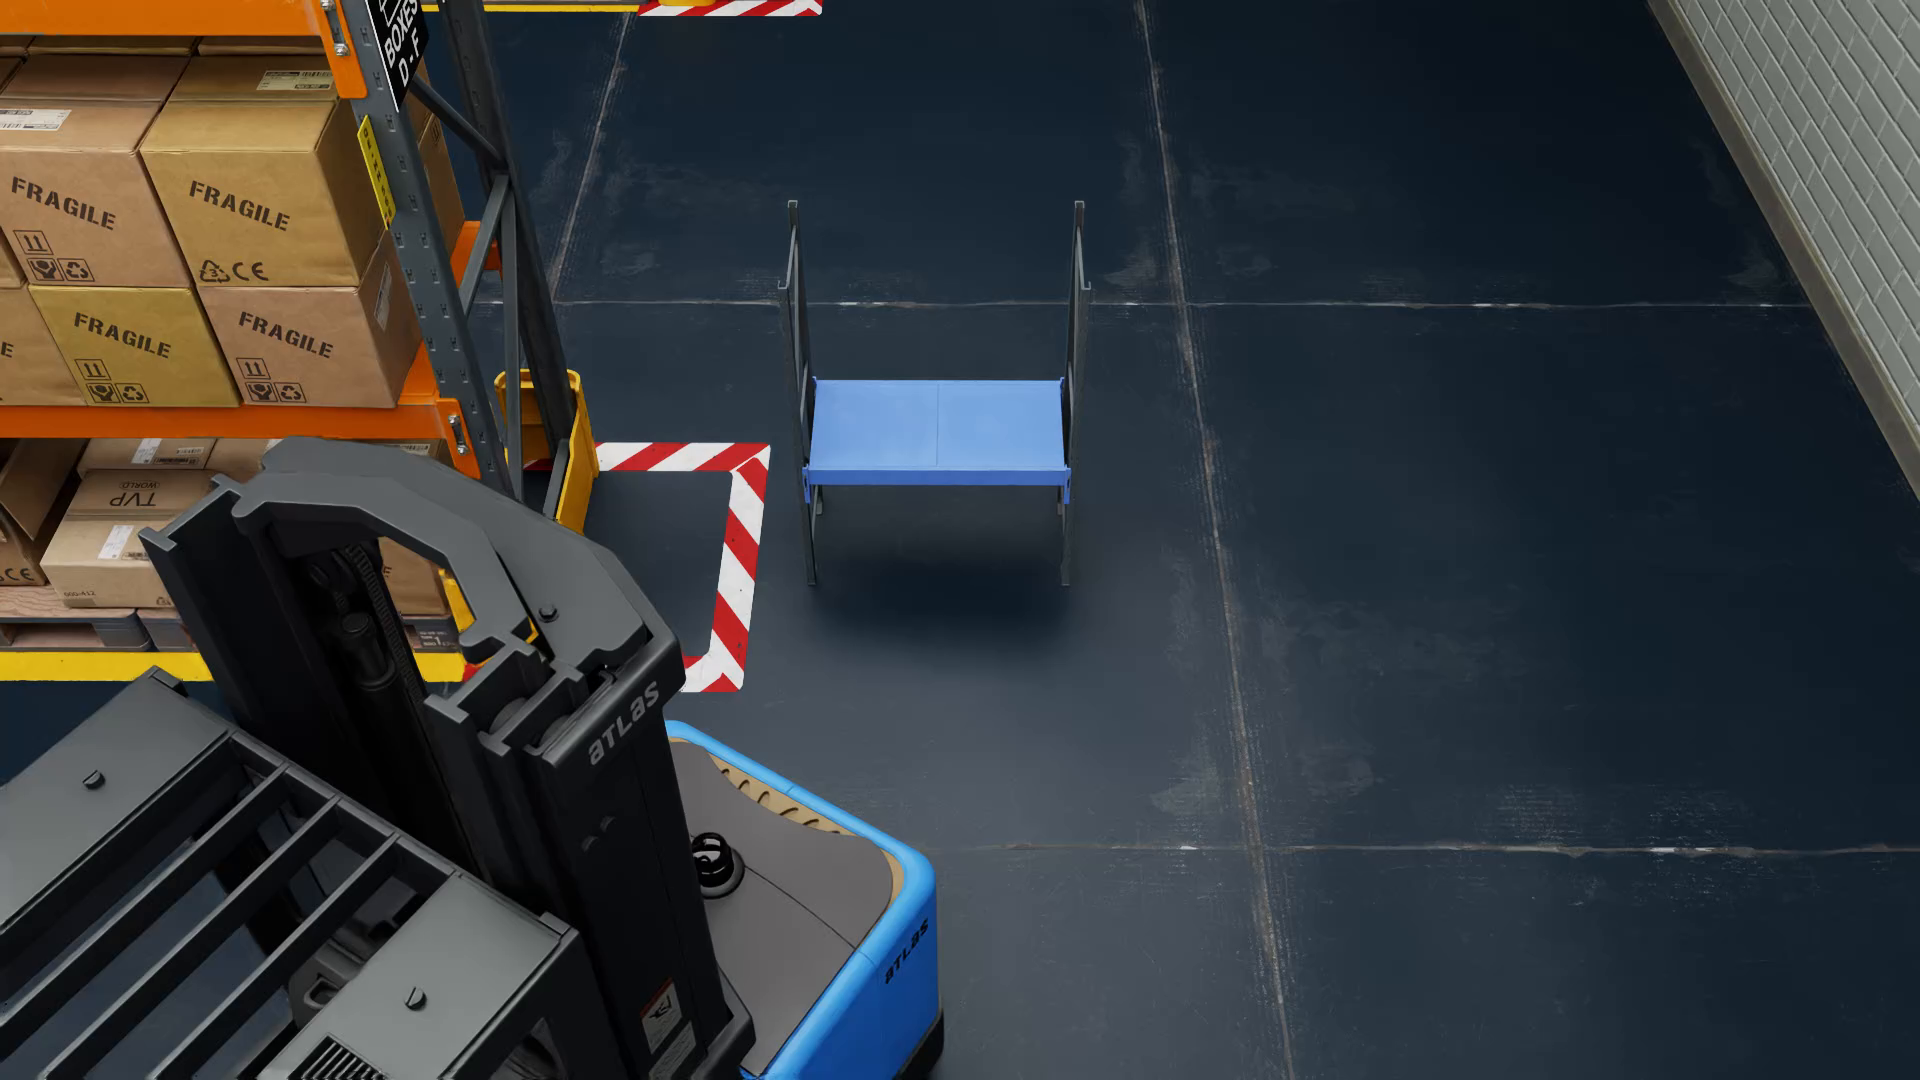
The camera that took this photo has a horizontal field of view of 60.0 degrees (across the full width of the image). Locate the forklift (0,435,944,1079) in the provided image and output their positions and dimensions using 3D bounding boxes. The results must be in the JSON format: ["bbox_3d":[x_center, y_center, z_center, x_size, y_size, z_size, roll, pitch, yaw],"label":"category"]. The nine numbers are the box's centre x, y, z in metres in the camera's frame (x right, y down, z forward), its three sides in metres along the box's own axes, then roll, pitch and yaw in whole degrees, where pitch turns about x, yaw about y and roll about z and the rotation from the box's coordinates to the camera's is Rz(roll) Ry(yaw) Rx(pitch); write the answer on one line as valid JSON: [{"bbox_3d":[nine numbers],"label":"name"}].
[{"bbox_3d":[-1.264,1.340,3.582,1.130,2.935,3.031,25,52,21],"label":"forklift"}]

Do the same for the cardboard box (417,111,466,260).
[{"bbox_3d":[-2.084,-1.178,5.810,0.500,0.500,0.500,1,47,1],"label":"cardboard box"}]

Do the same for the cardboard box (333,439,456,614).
[{"bbox_3d":[-2.186,-0.069,6.253,0.500,0.500,0.500,0,47,0],"label":"cardboard box"}]

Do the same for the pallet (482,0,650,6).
[{"bbox_3d":[-2.427,-3.571,10.010,1.213,0.211,1.003,0,47,0],"label":"pallet"}]

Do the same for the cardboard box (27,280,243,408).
[{"bbox_3d":[-2.609,-0.785,5.444,0.500,0.500,0.500,1,47,0],"label":"cardboard box"}]

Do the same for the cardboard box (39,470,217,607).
[{"bbox_3d":[-3.136,-0.009,6.368,0.500,0.250,0.500,0,47,0],"label":"cardboard box"}]

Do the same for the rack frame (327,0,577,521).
[{"bbox_3d":[-1.641,-0.950,5.666,0.127,3.000,1.000,0,47,0],"label":"rack frame"}]

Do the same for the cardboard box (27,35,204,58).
[{"bbox_3d":[-2.607,-1.515,5.440,0.500,0.500,0.500,1,47,1],"label":"cardboard box"}]

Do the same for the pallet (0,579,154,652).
[{"bbox_3d":[-3.732,-0.007,6.693,1.213,0.211,1.003,0,47,0],"label":"pallet"}]

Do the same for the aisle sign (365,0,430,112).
[{"bbox_3d":[-1.574,-1.611,4.505,0.004,0.787,0.394,0,47,0],"label":"aisle sign"}]

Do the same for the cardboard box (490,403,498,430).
[{"bbox_3d":[-2.059,-0.381,6.784,0.250,0.149,0.380,0,47,0],"label":"cardboard box"}]

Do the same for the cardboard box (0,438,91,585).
[{"bbox_3d":[-3.763,-0.259,6.427,0.637,0.503,0.797,0,47,0],"label":"cardboard box"}]

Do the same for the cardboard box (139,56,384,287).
[{"bbox_3d":[-2.088,-1.125,5.077,0.500,0.500,0.500,0,47,0],"label":"cardboard box"}]

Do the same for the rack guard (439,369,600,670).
[{"bbox_3d":[-1.717,-0.099,6.581,0.348,0.500,1.175,0,47,0],"label":"rack guard"}]

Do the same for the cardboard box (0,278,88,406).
[{"bbox_3d":[-3.108,-0.790,5.449,0.500,0.500,0.500,0,47,0],"label":"cardboard box"}]

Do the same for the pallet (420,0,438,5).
[{"bbox_3d":[-3.643,-3.576,10.015,1.213,0.211,1.003,0,47,0],"label":"pallet"}]

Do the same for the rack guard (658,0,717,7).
[{"bbox_3d":[-1.603,-3.724,9.956,0.348,0.500,1.175,0,47,0],"label":"rack guard"}]

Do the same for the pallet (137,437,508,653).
[{"bbox_3d":[-2.515,-0.002,6.688,1.213,0.211,1.003,0,47,0],"label":"pallet"}]

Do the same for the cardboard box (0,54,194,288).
[{"bbox_3d":[-2.593,-1.125,5.078,0.500,0.500,0.500,1,47,1],"label":"cardboard box"}]

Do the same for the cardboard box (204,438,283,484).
[{"bbox_3d":[-2.684,-0.374,6.707,0.500,0.250,0.500,0,47,0],"label":"cardboard box"}]

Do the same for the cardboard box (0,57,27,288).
[{"bbox_3d":[-3.111,-1.123,5.076,0.500,0.500,0.500,1,47,1],"label":"cardboard box"}]

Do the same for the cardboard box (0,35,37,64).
[{"bbox_3d":[-3.107,-1.520,5.445,0.500,0.500,0.500,1,47,1],"label":"cardboard box"}]

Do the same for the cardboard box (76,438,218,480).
[{"bbox_3d":[-3.184,-0.375,6.708,0.500,0.250,0.500,0,47,0],"label":"cardboard box"}]

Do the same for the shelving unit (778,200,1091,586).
[{"bbox_3d":[-0.085,-0.511,6.282,1.048,1.500,0.538,0,47,0],"label":"shelving unit"}]

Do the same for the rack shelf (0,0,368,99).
[{"bbox_3d":[-3.641,-1.732,4.836,4.000,0.370,1.077,0,47,0],"label":"rack shelf"}]

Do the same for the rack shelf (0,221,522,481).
[{"bbox_3d":[-3.641,-0.710,5.934,4.000,0.370,1.077,0,47,0],"label":"rack shelf"}]

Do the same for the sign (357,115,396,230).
[{"bbox_3d":[-1.664,-1.046,4.748,0.005,0.325,0.100,0,47,0],"label":"sign"}]

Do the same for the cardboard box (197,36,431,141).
[{"bbox_3d":[-2.084,-1.519,5.444,0.500,0.500,0.500,1,47,1],"label":"cardboard box"}]

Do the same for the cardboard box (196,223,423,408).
[{"bbox_3d":[-2.090,-0.786,5.445,0.500,0.500,0.500,1,47,1],"label":"cardboard box"}]

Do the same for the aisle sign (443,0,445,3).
[{"bbox_3d":[-1.572,-2.051,4.914,0.004,0.787,0.394,0,47,0],"label":"aisle sign"}]

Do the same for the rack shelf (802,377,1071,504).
[{"bbox_3d":[-0.085,-0.389,6.414,1.000,0.185,0.538,0,47,0],"label":"rack shelf"}]

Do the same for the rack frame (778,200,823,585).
[{"bbox_3d":[-0.594,-0.513,6.283,0.032,1.500,0.500,0,47,0],"label":"rack frame"}]

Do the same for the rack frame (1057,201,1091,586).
[{"bbox_3d":[0.423,-0.510,6.281,0.032,1.500,0.500,0,47,0],"label":"rack frame"}]
